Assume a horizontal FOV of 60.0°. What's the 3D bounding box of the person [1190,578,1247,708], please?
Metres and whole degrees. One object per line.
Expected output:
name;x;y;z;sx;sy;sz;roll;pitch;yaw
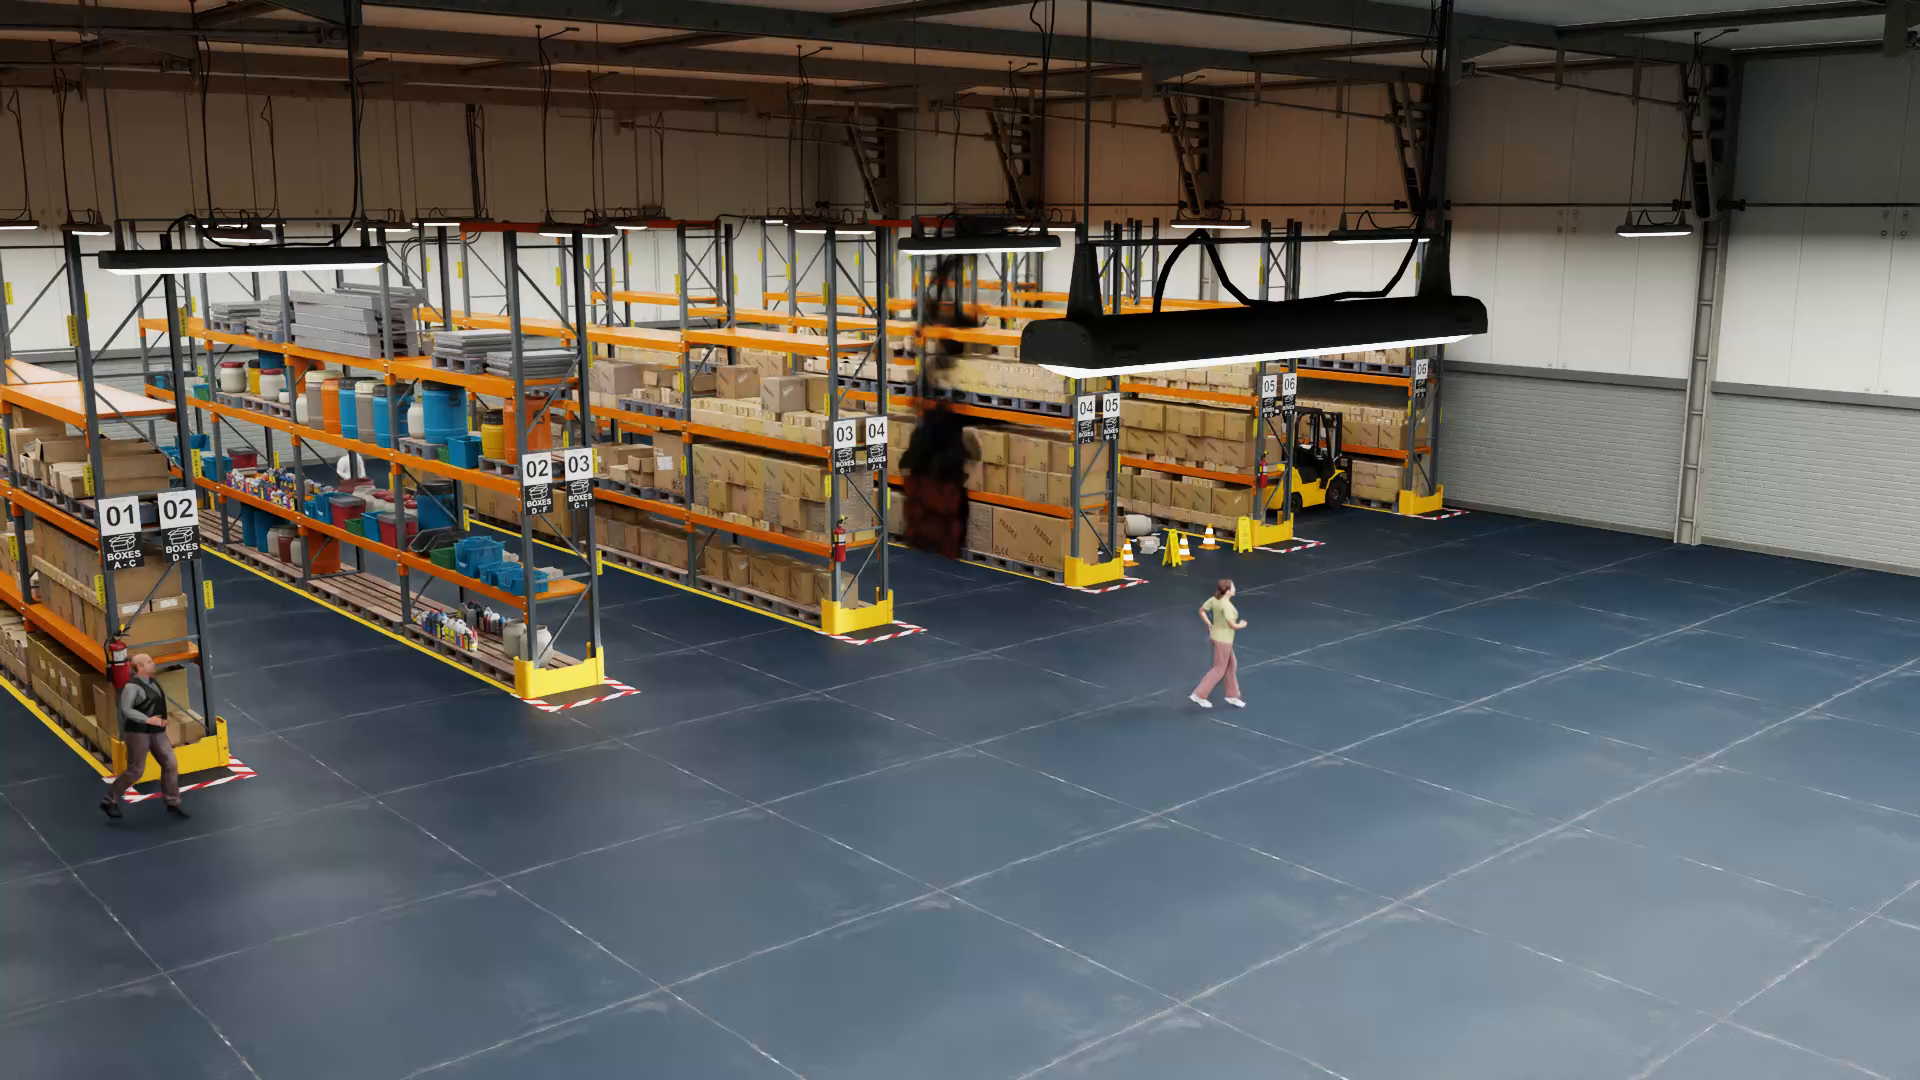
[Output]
person;3.295;1.329;21.065;0.820;1.718;0.589;-3;12;-14

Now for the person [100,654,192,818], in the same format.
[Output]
person;-8.495;2.043;17.422;0.901;1.720;0.729;1;11;4

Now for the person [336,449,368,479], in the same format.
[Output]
person;-11.842;-1.027;32.495;0.985;1.772;0.712;8;14;34

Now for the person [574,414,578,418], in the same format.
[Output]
person;-8.825;-2.070;37.970;0.671;1.635;0.572;-6;13;-29
